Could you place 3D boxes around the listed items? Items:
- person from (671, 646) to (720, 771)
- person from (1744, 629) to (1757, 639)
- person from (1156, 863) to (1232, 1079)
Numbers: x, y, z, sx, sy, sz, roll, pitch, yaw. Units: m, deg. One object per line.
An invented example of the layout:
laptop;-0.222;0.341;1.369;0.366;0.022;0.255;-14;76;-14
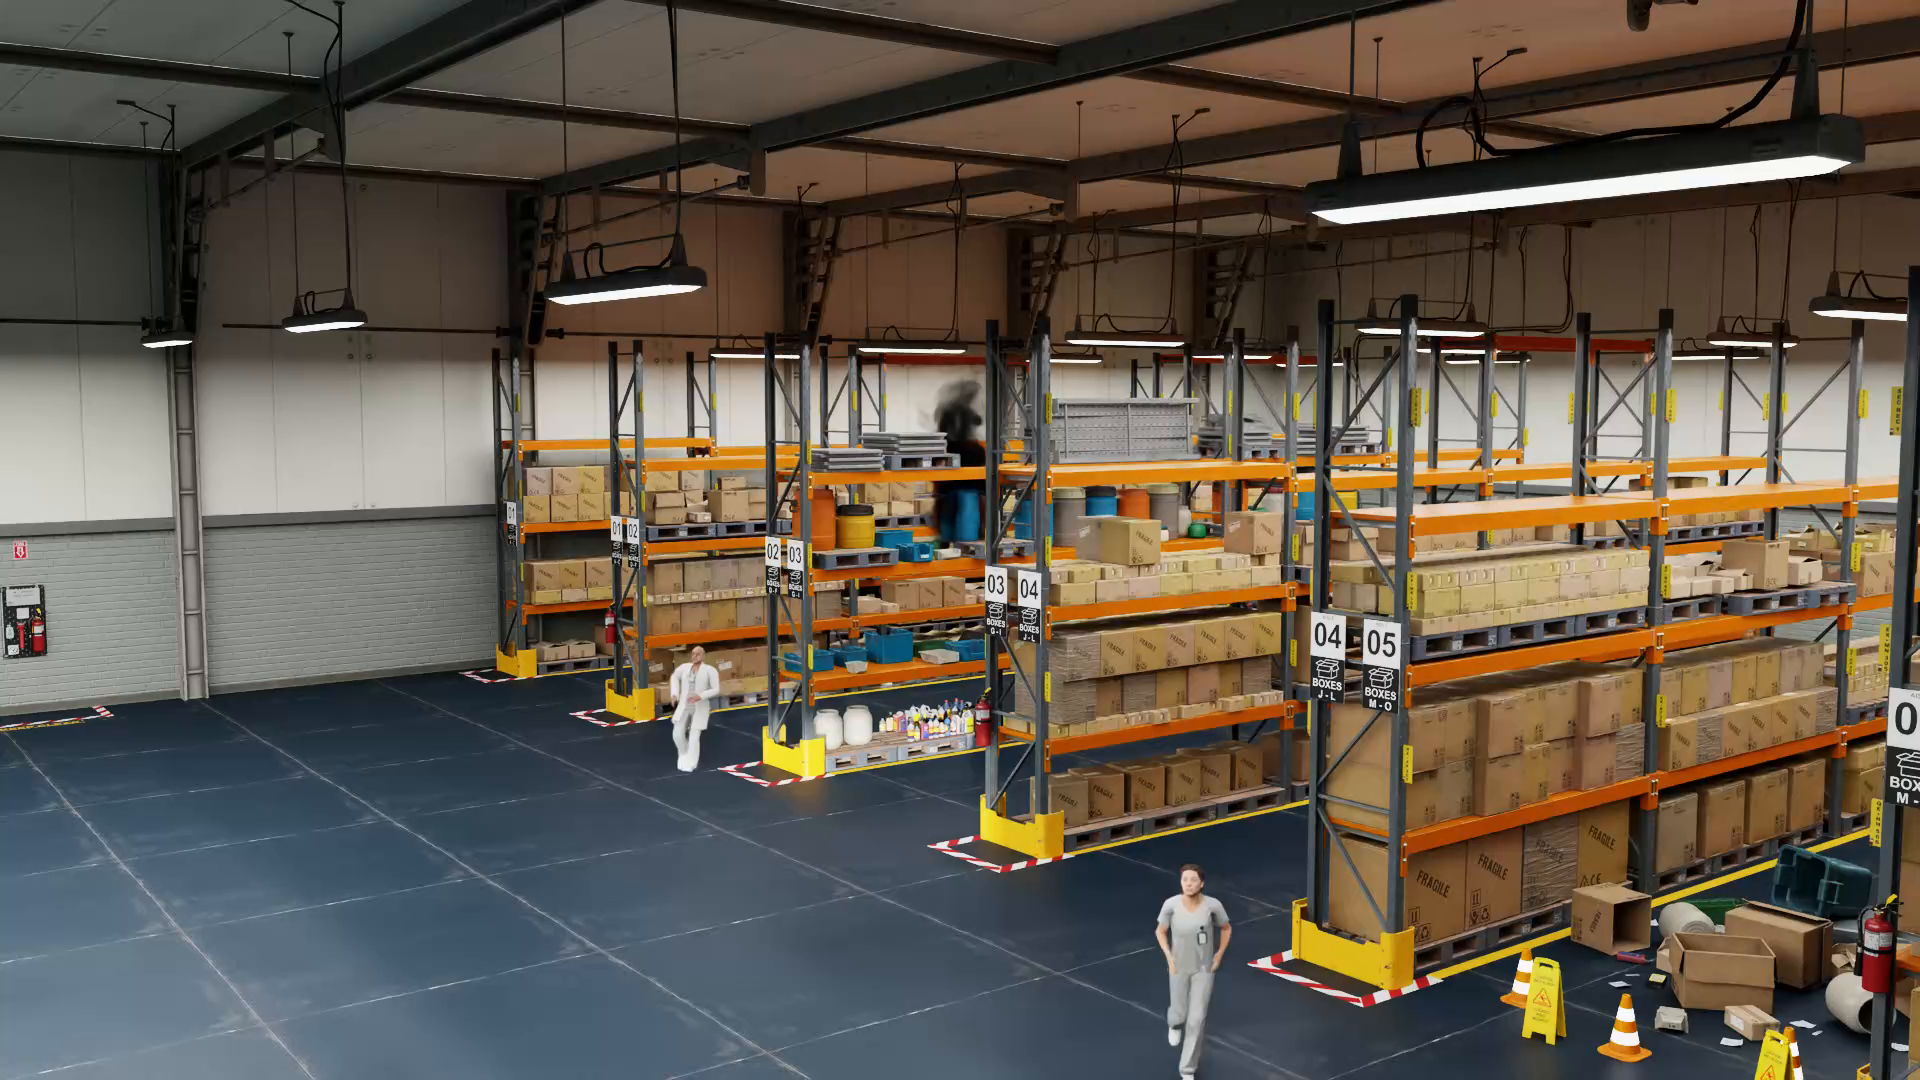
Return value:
person;-3.625;2.305;22.641;0.735;1.721;0.576;0;5;5
person;11.991;2.126;25.300;0.853;1.674;0.596;-4;7;-41
person;1.775;3.252;12.635;0.572;1.654;0.734;1;5;10
